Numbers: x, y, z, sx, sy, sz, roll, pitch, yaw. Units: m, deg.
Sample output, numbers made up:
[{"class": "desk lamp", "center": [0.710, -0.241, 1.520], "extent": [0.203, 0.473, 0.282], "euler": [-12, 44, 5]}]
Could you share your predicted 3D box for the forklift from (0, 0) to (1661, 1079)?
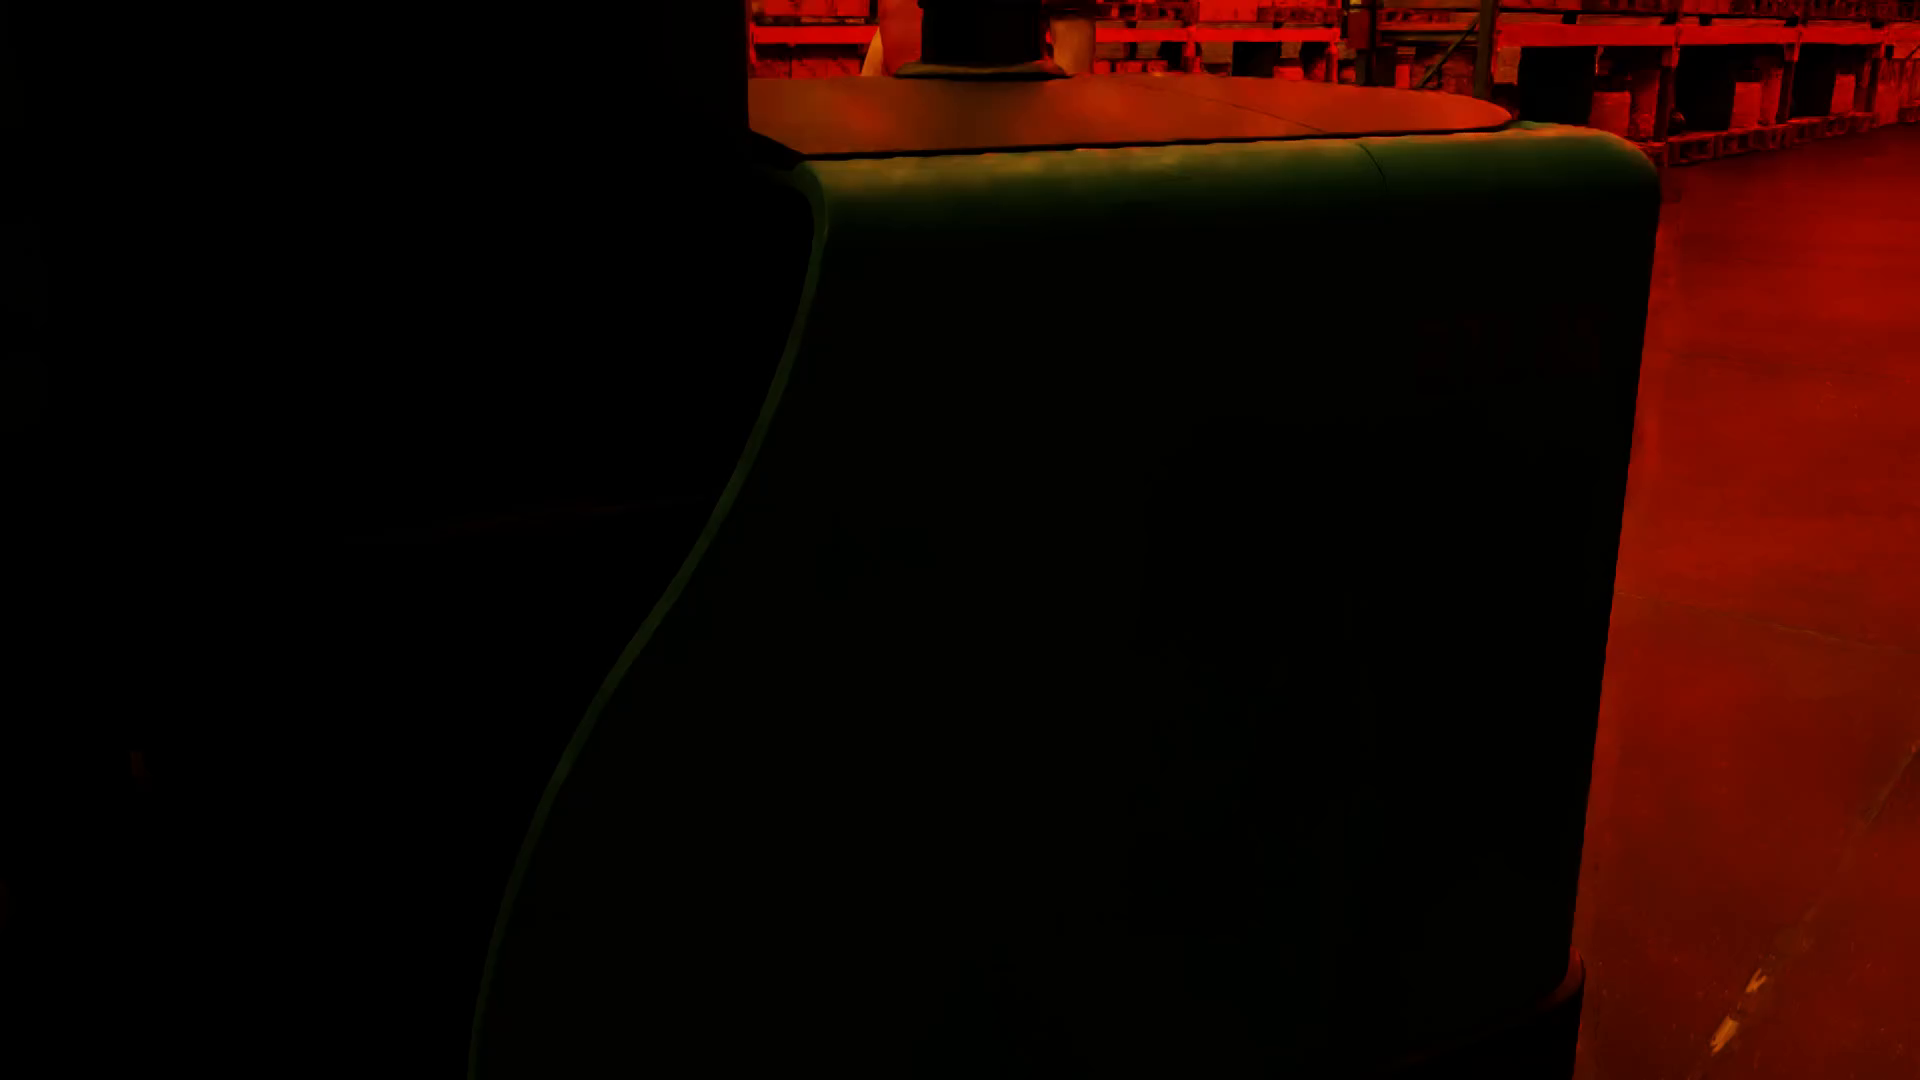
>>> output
[{"class": "forklift", "center": [-0.943, -0.611, 0.908], "extent": [3.031, 2.935, 1.130], "euler": [-10, 19, -29]}]

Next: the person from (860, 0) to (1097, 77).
[{"class": "person", "center": [-0.066, -0.816, 3.630], "extent": [0.640, 1.727, 0.550], "euler": [13, 21, 37]}]
